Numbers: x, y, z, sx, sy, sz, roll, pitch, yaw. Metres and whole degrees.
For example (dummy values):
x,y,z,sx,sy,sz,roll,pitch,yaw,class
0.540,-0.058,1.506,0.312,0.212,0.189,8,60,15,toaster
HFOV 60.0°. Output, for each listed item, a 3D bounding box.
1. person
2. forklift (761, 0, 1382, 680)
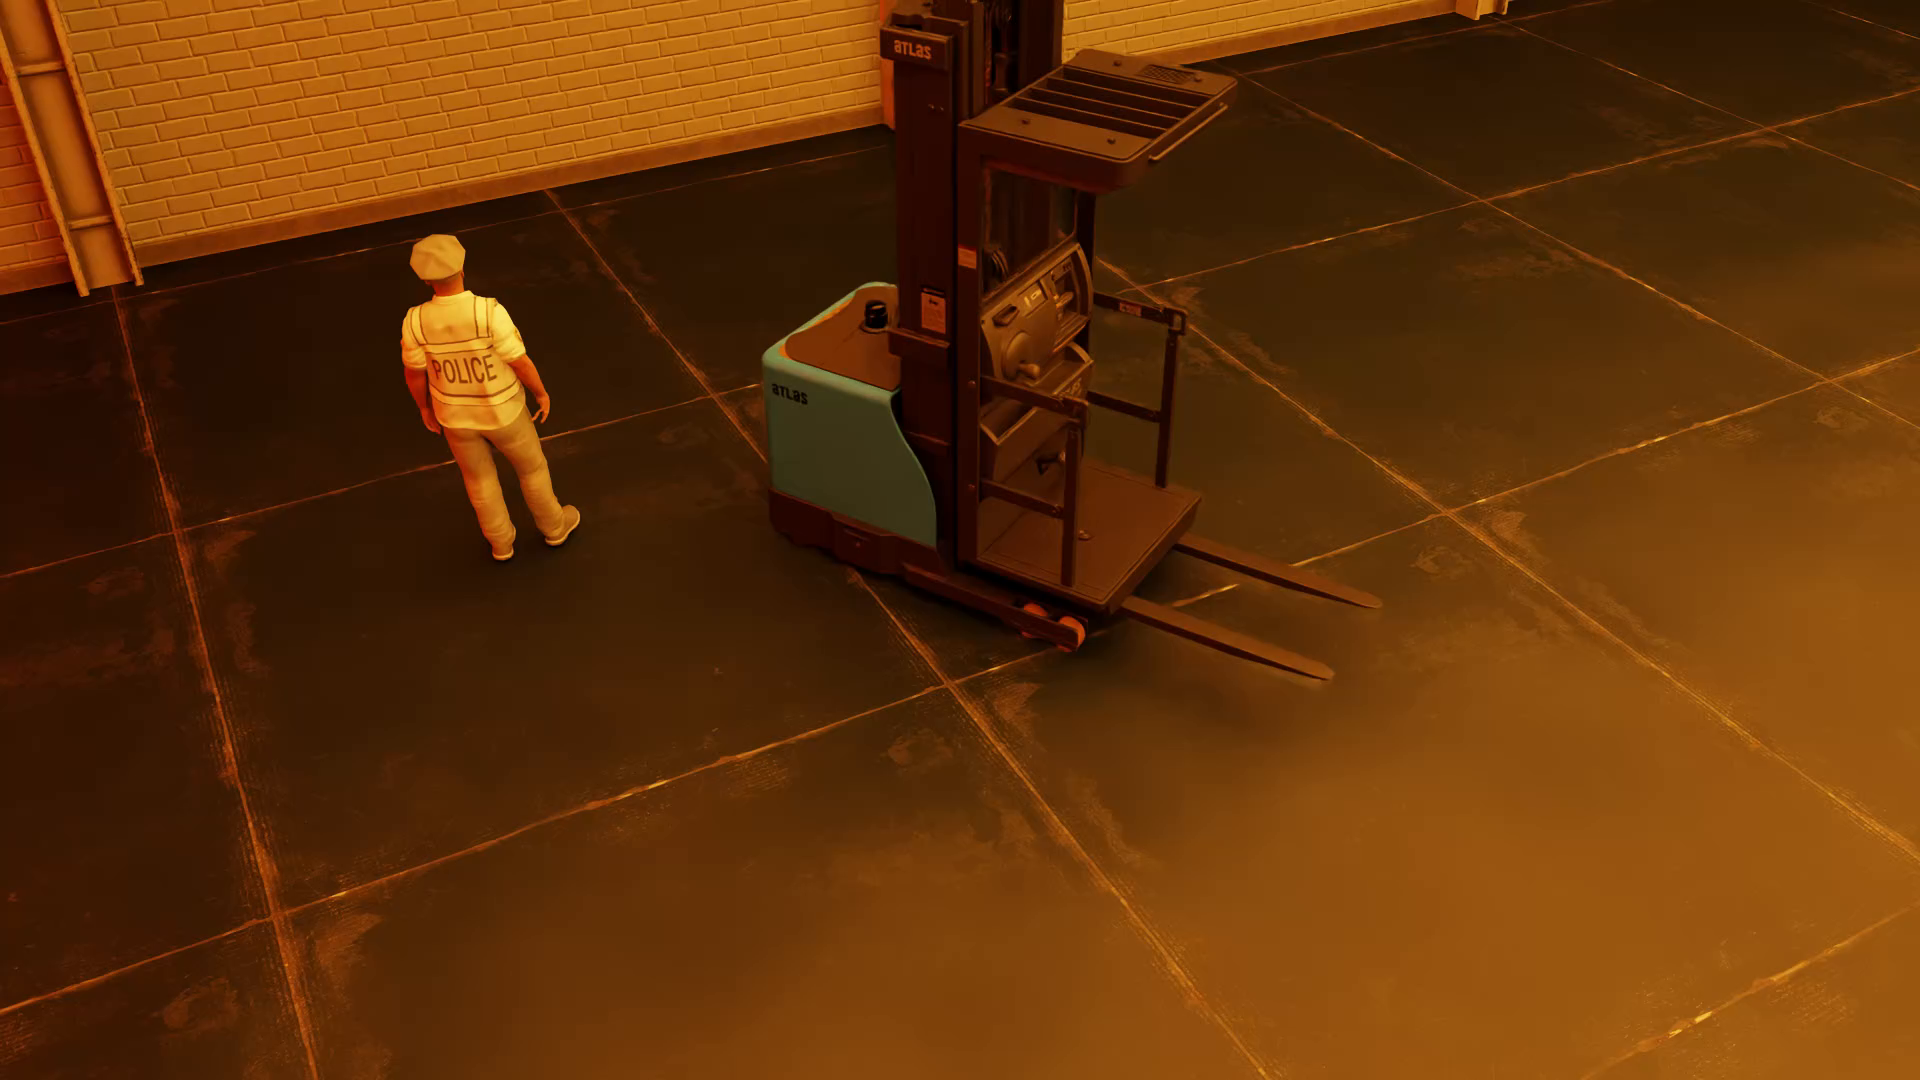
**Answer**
x,y,z,sx,sy,sz,roll,pitch,yaw,class
-2.312,-0.700,8.096,0.638,1.781,0.577,-2,35,-3,person
0.534,-1.017,7.562,3.031,2.935,1.130,20,40,25,forklift
